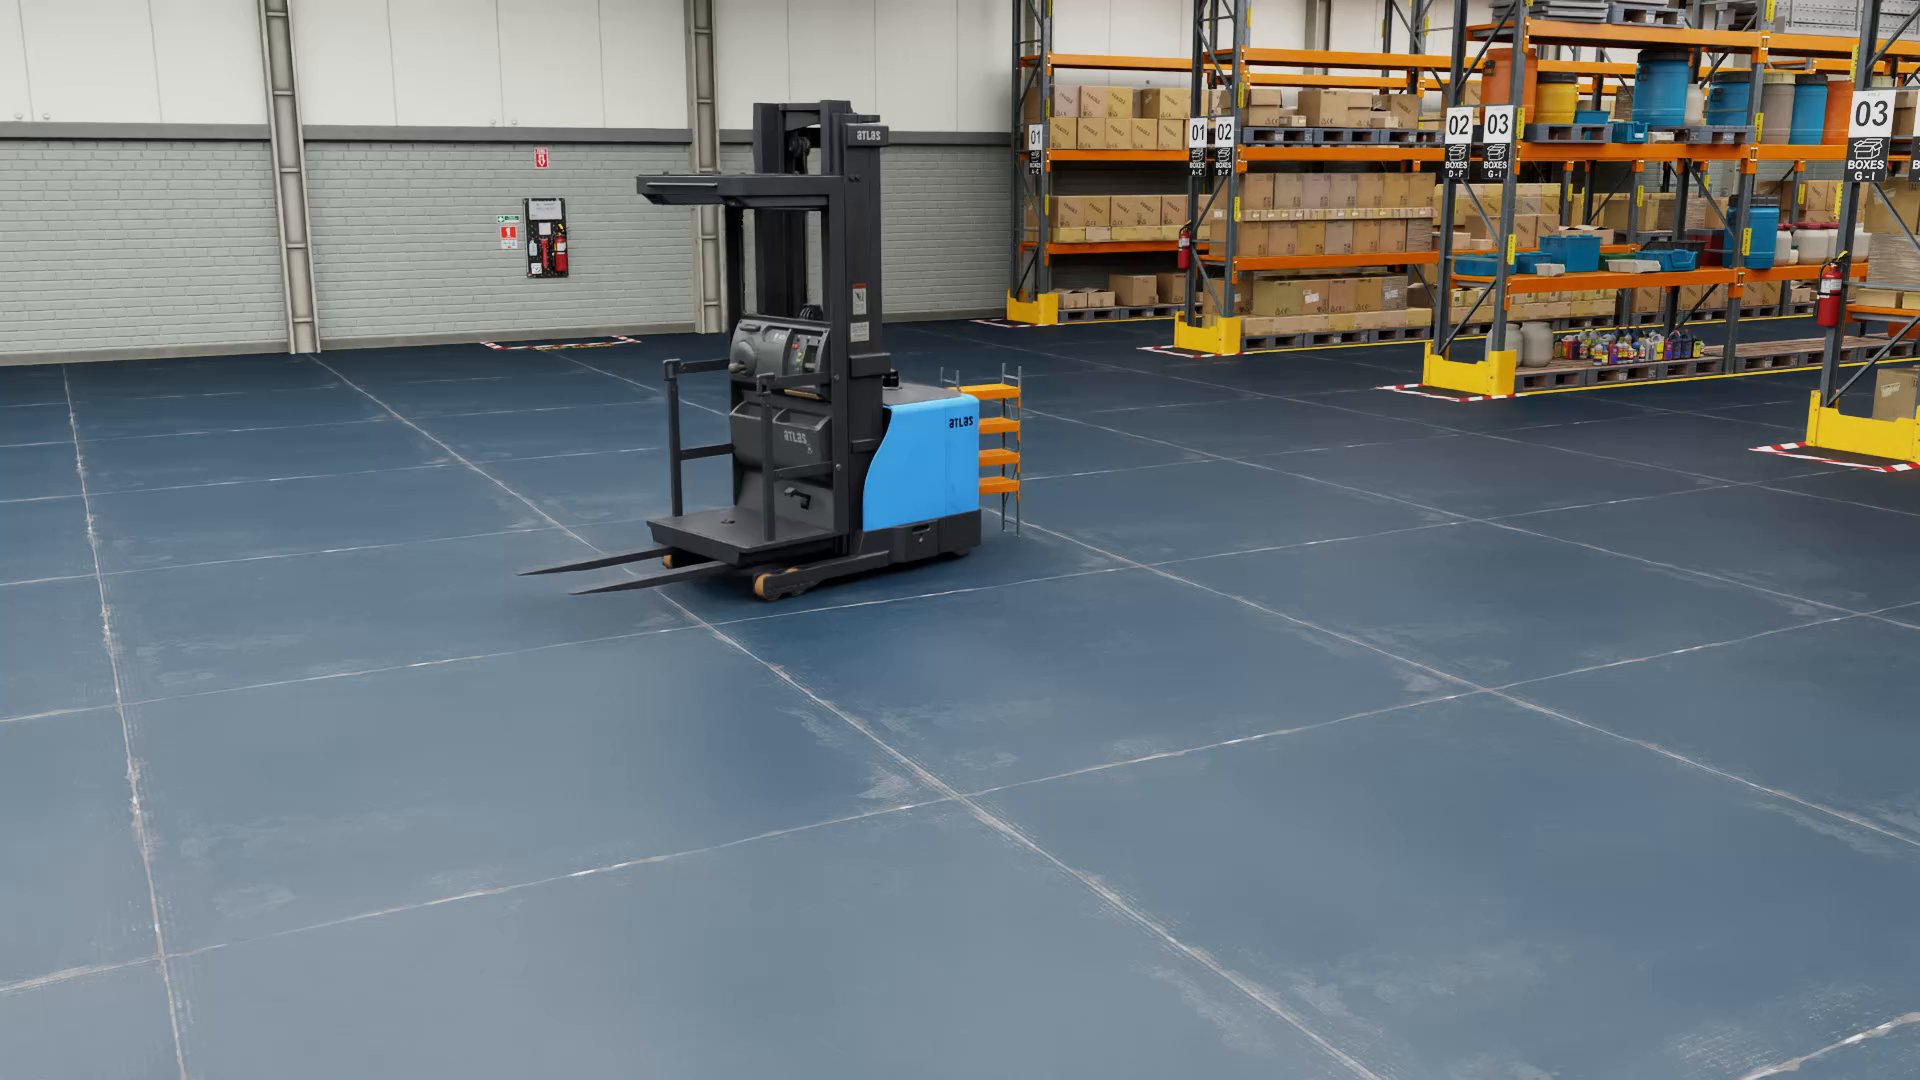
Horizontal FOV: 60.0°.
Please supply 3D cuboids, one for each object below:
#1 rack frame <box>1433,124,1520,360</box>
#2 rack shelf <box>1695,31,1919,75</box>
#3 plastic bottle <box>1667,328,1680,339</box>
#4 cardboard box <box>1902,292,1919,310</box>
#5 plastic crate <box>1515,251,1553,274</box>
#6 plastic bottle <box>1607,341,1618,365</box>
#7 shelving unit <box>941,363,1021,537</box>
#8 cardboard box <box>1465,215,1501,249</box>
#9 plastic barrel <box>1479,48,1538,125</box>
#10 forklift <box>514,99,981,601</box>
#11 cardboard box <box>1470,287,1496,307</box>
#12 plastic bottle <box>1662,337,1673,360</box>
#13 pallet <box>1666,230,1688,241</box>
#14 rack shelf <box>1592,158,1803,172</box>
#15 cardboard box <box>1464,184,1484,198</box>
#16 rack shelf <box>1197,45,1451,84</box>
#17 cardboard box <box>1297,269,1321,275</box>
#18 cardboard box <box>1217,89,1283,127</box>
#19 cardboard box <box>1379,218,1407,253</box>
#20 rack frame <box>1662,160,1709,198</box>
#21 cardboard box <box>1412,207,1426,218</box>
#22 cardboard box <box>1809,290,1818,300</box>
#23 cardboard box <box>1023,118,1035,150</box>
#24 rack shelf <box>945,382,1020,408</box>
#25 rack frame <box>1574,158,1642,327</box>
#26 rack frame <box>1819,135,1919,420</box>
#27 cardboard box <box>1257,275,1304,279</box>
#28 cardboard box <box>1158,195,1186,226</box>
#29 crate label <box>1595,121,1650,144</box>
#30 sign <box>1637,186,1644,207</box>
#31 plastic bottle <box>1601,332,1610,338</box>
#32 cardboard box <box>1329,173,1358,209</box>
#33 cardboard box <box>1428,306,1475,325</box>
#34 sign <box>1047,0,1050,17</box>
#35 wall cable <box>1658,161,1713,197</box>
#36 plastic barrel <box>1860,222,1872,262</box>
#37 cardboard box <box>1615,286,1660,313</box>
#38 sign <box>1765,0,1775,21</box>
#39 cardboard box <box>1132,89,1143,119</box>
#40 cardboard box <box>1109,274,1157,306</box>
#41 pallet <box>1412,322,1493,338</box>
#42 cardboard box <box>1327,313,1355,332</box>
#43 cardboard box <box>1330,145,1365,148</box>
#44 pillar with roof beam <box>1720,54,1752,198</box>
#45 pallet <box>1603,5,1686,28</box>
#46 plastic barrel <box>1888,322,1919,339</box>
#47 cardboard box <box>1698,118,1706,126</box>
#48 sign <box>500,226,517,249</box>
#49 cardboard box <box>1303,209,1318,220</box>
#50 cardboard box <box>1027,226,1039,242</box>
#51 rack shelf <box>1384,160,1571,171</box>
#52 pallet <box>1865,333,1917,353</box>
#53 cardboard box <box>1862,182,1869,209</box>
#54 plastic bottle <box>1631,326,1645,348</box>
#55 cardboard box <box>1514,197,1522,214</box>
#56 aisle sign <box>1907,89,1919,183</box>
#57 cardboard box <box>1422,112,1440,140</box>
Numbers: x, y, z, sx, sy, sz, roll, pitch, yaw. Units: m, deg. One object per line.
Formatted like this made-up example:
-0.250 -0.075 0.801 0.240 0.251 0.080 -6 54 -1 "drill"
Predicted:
5.889 -3.211 19.047 0.127 3.000 1.000 -7 14 -28 "rack frame"
11.155 -6.223 21.316 4.000 0.370 1.077 -7 14 -28 "rack shelf"
8.904 -2.459 20.735 0.185 0.351 0.144 -7 14 -28 "plastic bottle"
8.626 -2.118 14.762 0.250 0.149 0.380 -7 14 -28 "cardboard box"
6.758 -3.316 19.852 0.408 0.251 0.499 -7 14 -28 "plastic crate"
7.837 -2.252 19.968 0.133 0.283 0.061 -7 14 -27 "plastic bottle"
0.145 -0.603 11.555 0.503 1.200 0.258 -7 14 -28 "shelving unit"
8.174 -4.769 25.740 0.500 0.500 0.500 -6 14 -24 "cardboard box"
6.255 -5.165 18.960 0.708 0.830 0.600 -7 14 -28 "plastic barrel"
-1.280 -1.193 10.237 3.031 2.935 1.130 -12 17 -42 "forklift"
7.954 -3.771 25.564 0.500 0.311 0.500 -7 14 -29 "cardboard box"
8.681 -2.353 20.417 0.133 0.283 0.061 -6 14 -24 "plastic bottle"
12.245 -5.120 27.964 1.213 0.211 1.003 -7 14 -28 "pallet"
12.296 -6.331 27.714 4.000 0.370 1.077 -7 14 -28 "rack shelf"
9.594 -6.640 31.622 0.500 0.250 0.500 -7 14 -27 "cardboard box"
5.274 -6.757 23.689 4.000 0.370 1.077 -7 14 -28 "rack shelf"
6.188 -4.727 30.473 0.500 0.500 0.700 -7 14 -27 "cardboard box"
4.025 -6.013 23.153 0.637 0.503 0.797 -6 14 -24 "cardboard box"
6.183 -4.531 24.684 0.500 0.500 0.700 -7 14 -28 "cardboard box"
15.186 -6.804 35.010 0.127 3.000 1.000 -7 14 -28 "rack frame"
6.676 -4.857 24.653 0.250 0.149 0.380 -7 15 -29 "cardboard box"
15.278 -4.357 29.586 0.250 0.166 0.380 -7 14 -28 "cardboard box"
1.387 -6.735 27.600 0.500 0.500 0.500 -6 14 -24 "cardboard box"
0.145 -0.986 11.469 0.480 0.148 0.258 -7 14 -28 "rack shelf"
10.541 -5.008 27.030 0.127 3.000 1.000 -7 14 -28 "rack frame"
8.262 -2.257 14.806 0.127 3.000 1.000 -7 14 -28 "rack frame"
4.718 -3.617 24.449 0.500 0.500 0.500 -7 14 -28 "cardboard box"
3.504 -5.630 28.382 0.500 0.500 0.500 -7 15 -29 "cardboard box"
7.690 -4.735 19.326 0.408 0.251 0.502 -7 14 -28 "crate label"
10.810 -5.466 26.429 0.005 0.325 0.100 -7 14 -28 "sign"
8.162 -2.487 21.015 0.133 0.283 0.061 -6 14 -25 "plastic bottle"
5.322 -5.063 24.090 0.500 0.500 0.700 -7 14 -28 "cardboard box"
7.502 -3.445 25.392 0.500 0.250 0.500 -7 15 -29 "cardboard box"
1.402 -8.437 26.296 0.005 0.325 0.100 -7 14 -28 "sign"
15.856 -7.616 36.307 1.851 1.984 0.084 -7 14 -28 "wall cable"
12.110 -3.958 22.110 0.421 0.512 0.421 0 13 0 "plastic barrel"
11.077 -3.996 27.224 0.500 0.500 0.500 -6 14 -25 "cardboard box"
9.654 -6.350 19.805 0.005 0.325 0.100 -7 14 -28 "sign"
2.757 -7.385 28.208 0.500 0.500 0.500 -7 14 -28 "cardboard box"
2.961 -4.299 28.570 0.500 0.500 0.700 -8 15 -31 "cardboard box"
7.658 -3.312 25.844 1.213 0.211 1.003 -7 14 -28 "pallet"
5.413 -3.201 24.306 0.500 0.250 0.500 -7 14 -28 "cardboard box"
6.982 -7.367 30.401 0.637 0.503 0.797 -5 14 -20 "cardboard box"
19.204 -9.352 32.667 0.548 9.000 9.100 -7 14 -28 "pillar with roof beam"
7.617 -6.050 19.339 1.213 0.211 1.003 -7 14 -28 "pallet"
13.332 -3.254 23.222 0.708 0.830 0.600 -7 14 -28 "plastic barrel"
11.812 -6.681 27.404 0.500 0.500 0.910 -7 14 -28 "cardboard box"
-6.647 -4.456 24.497 0.234 0.329 0.001 -7 14 -28 "sign"
4.872 -4.640 23.691 0.250 0.149 0.380 -7 15 -30 "cardboard box"
1.459 -5.144 27.929 0.500 0.250 0.500 -7 14 -27 "cardboard box"
9.919 -7.285 31.955 4.000 0.370 1.077 -7 14 -28 "rack shelf"
13.583 -2.784 23.497 1.213 0.211 1.003 -7 14 -28 "pallet"
15.957 -6.124 29.482 0.500 0.500 0.500 -6 14 -26 "cardboard box"
8.562 -2.522 21.014 0.185 0.351 0.144 -7 14 -28 "plastic bottle"
10.502 -6.383 32.188 0.500 0.500 0.500 -7 14 -28 "cardboard box"
8.351 -3.461 14.234 0.004 0.787 0.394 -7 14 -28 "aisle sign"
8.554 -7.750 31.153 0.500 0.500 0.700 -8 15 -32 "cardboard box"
